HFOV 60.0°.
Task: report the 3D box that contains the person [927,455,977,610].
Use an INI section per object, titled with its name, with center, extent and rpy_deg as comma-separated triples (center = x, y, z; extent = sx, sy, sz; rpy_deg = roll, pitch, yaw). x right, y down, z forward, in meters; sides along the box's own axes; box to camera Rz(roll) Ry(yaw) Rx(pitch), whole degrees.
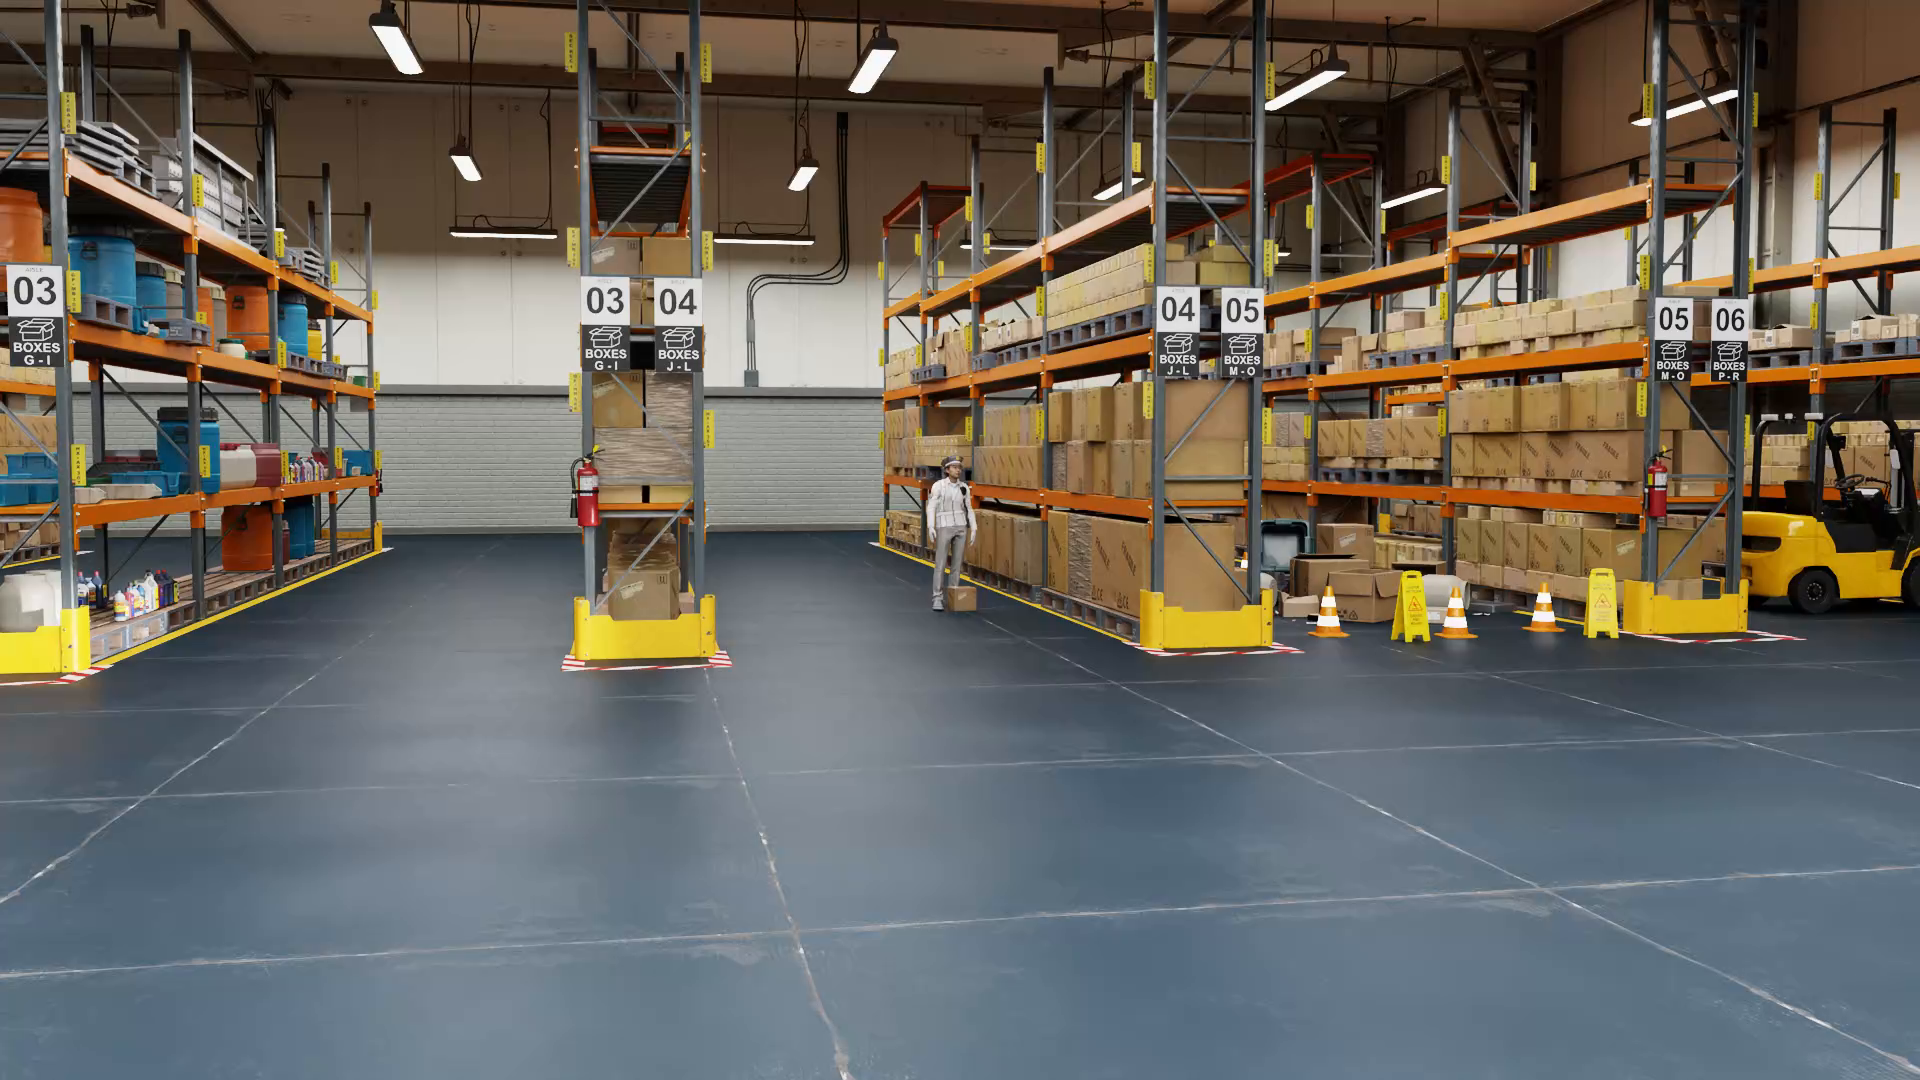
[person]
center = -0.073, -0.095, 18.410
extent = 0.586, 1.694, 0.531
rpy_deg = -1, 3, -18
